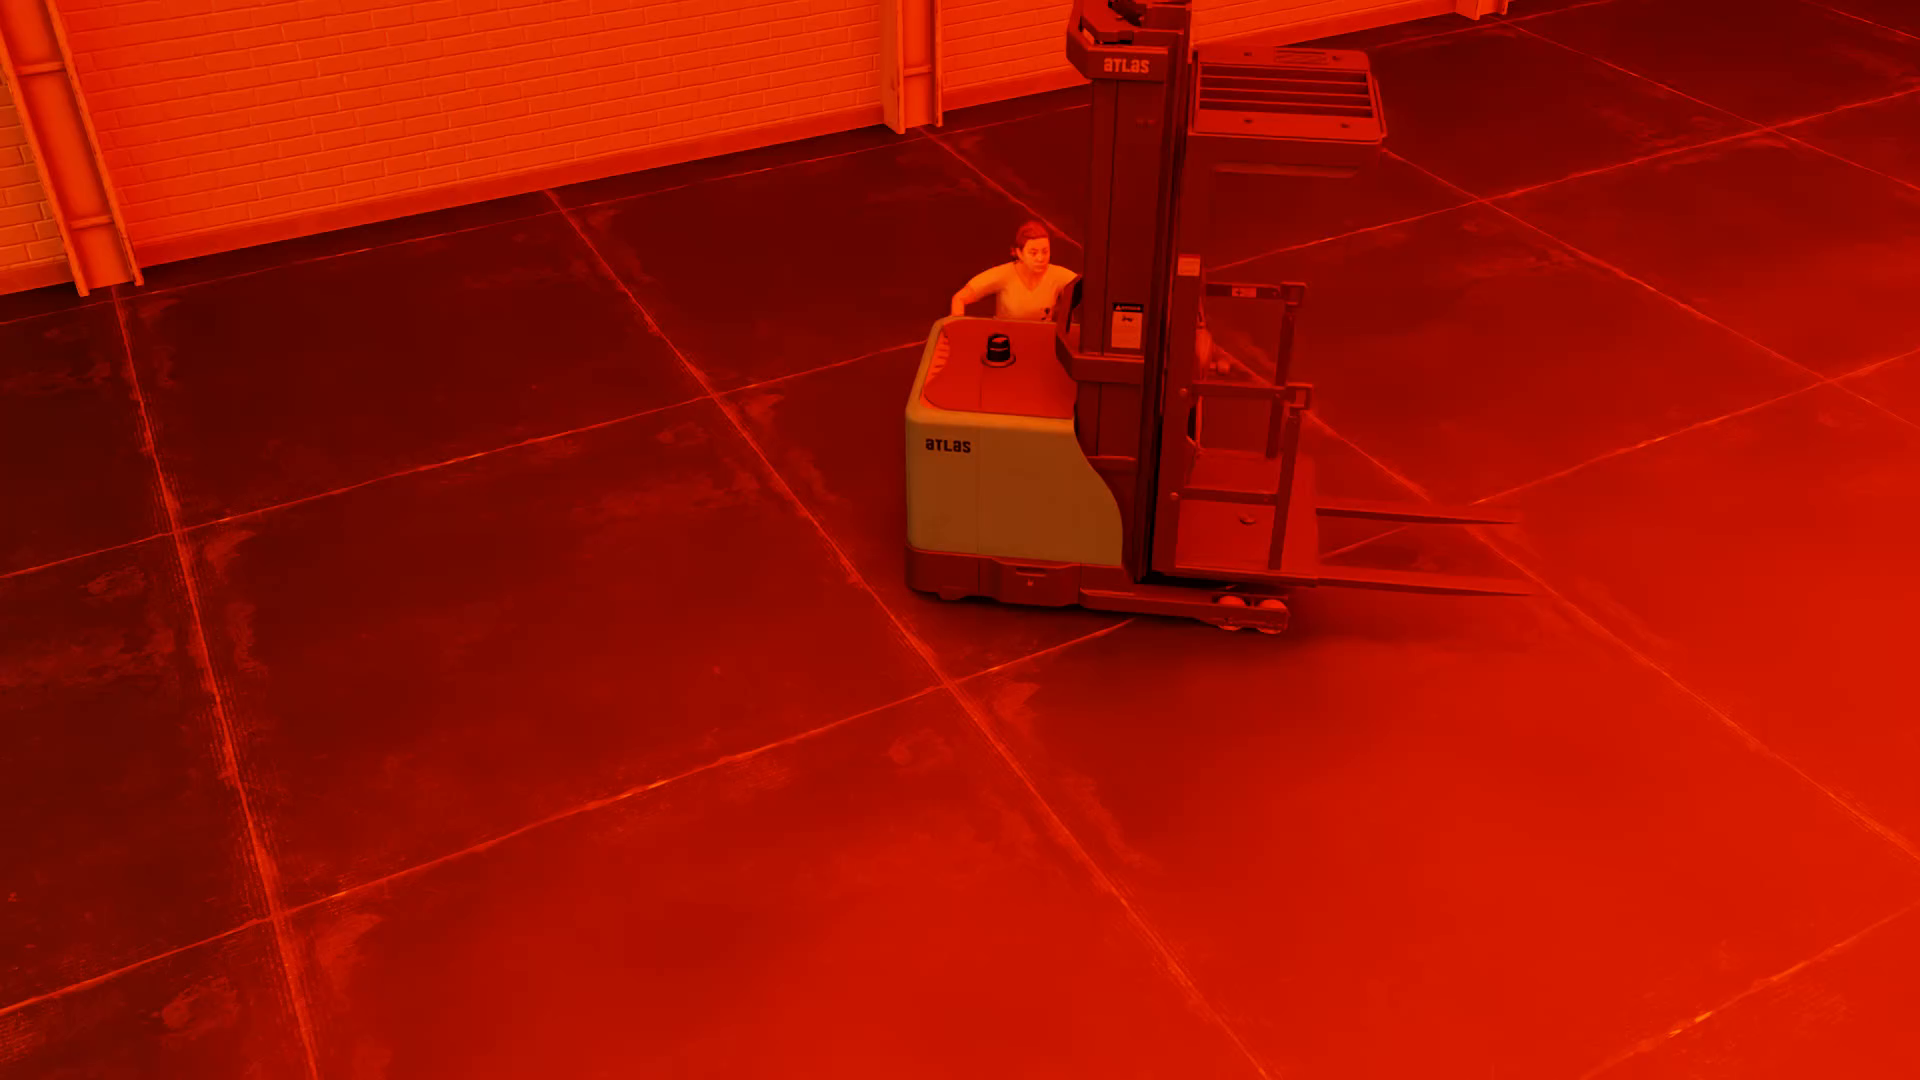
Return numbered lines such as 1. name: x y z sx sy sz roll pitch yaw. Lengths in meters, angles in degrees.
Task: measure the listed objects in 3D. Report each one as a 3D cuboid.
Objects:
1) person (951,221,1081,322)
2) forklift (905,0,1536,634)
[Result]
1. person: 0.395 -0.883 8.670 0.858 1.428 0.836 -14 38 -19
2. forklift: 1.289 -1.073 7.640 3.031 2.935 1.130 5 36 6
